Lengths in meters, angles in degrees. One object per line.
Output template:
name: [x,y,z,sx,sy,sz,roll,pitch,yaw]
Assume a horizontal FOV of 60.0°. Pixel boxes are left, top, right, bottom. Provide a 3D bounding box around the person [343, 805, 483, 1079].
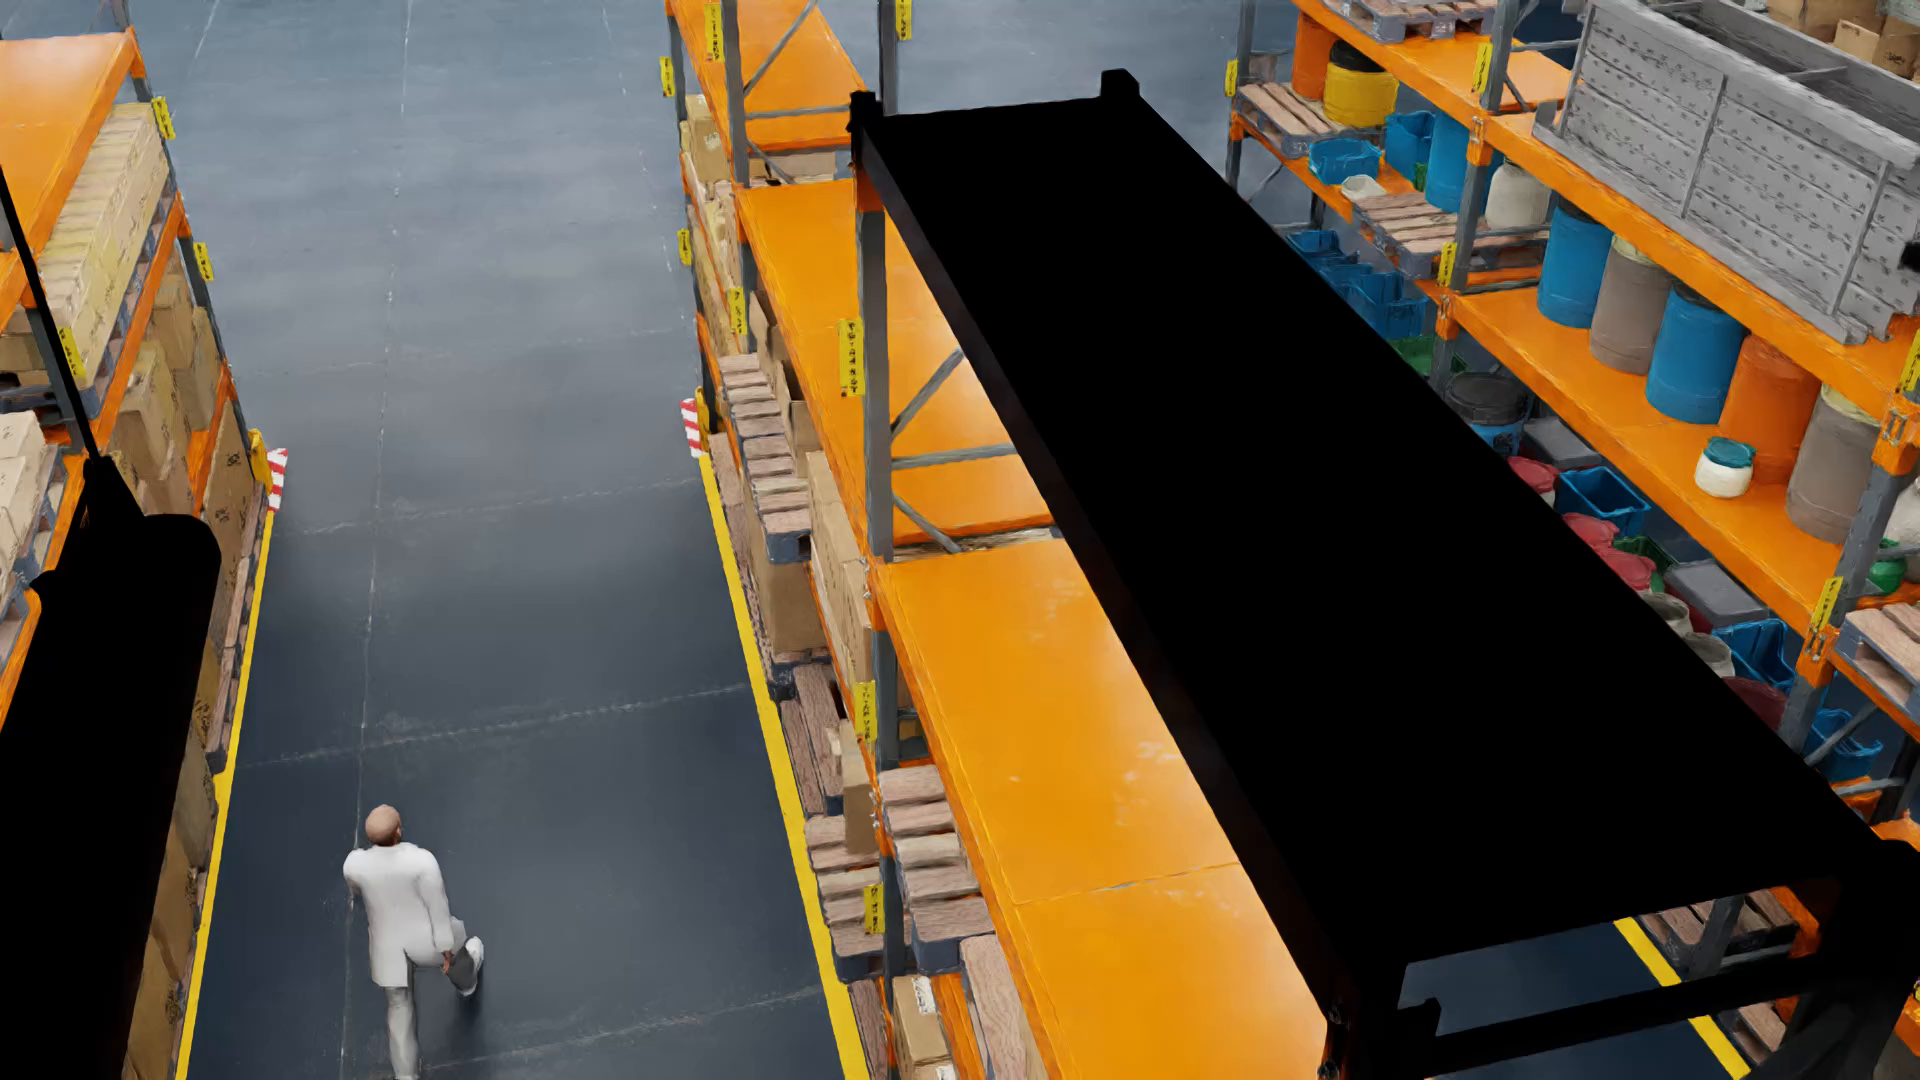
person: [-3.112,2.164,9.390,0.573,1.716,1.102,-3,35,-5]
